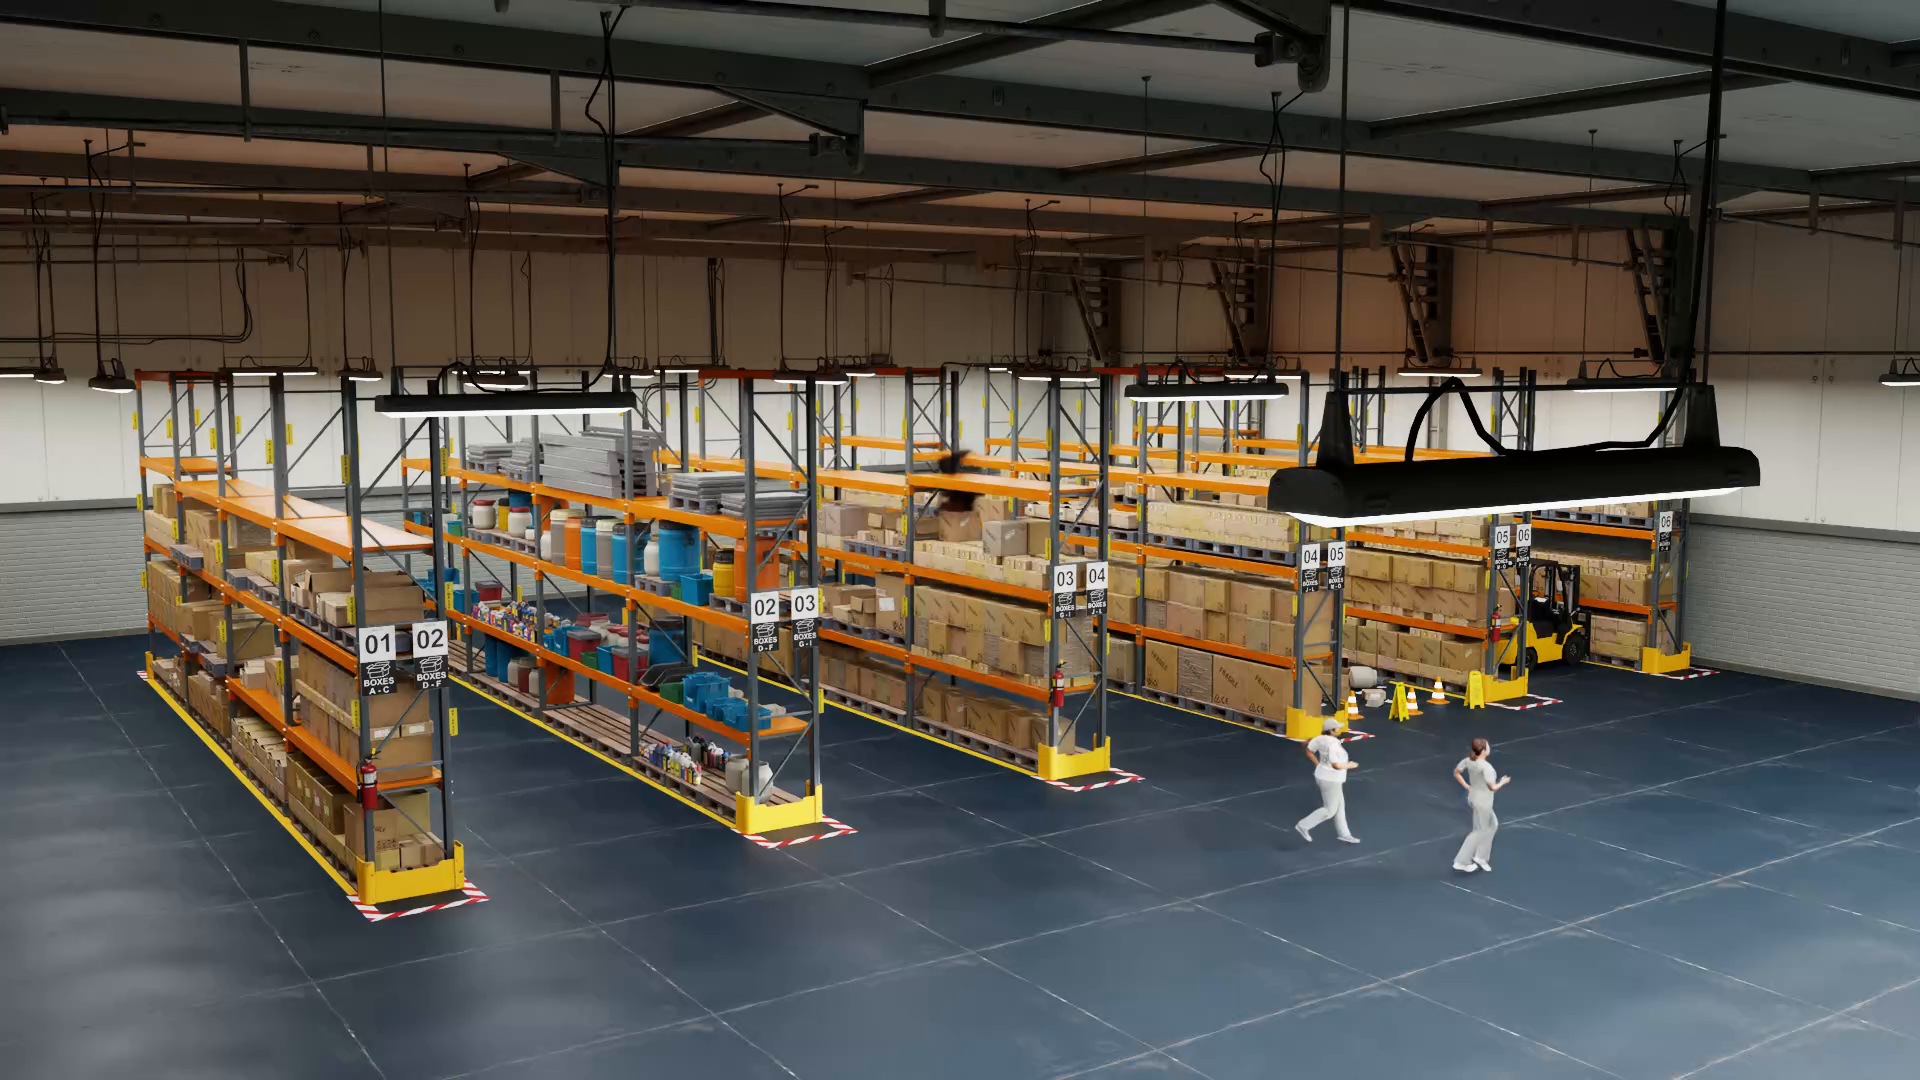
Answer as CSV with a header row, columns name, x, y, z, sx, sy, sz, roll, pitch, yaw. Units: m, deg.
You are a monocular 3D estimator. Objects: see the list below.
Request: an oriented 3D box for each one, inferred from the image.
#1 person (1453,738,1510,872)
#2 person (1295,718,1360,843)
name,x,y,z,sx,sy,sz,roll,pitch,yaw
person,6.316,3.231,20.180,0.691,1.705,0.544,-1,7,-10
person,4.720,3.101,21.287,0.921,1.667,0.609,-1,7,-8
